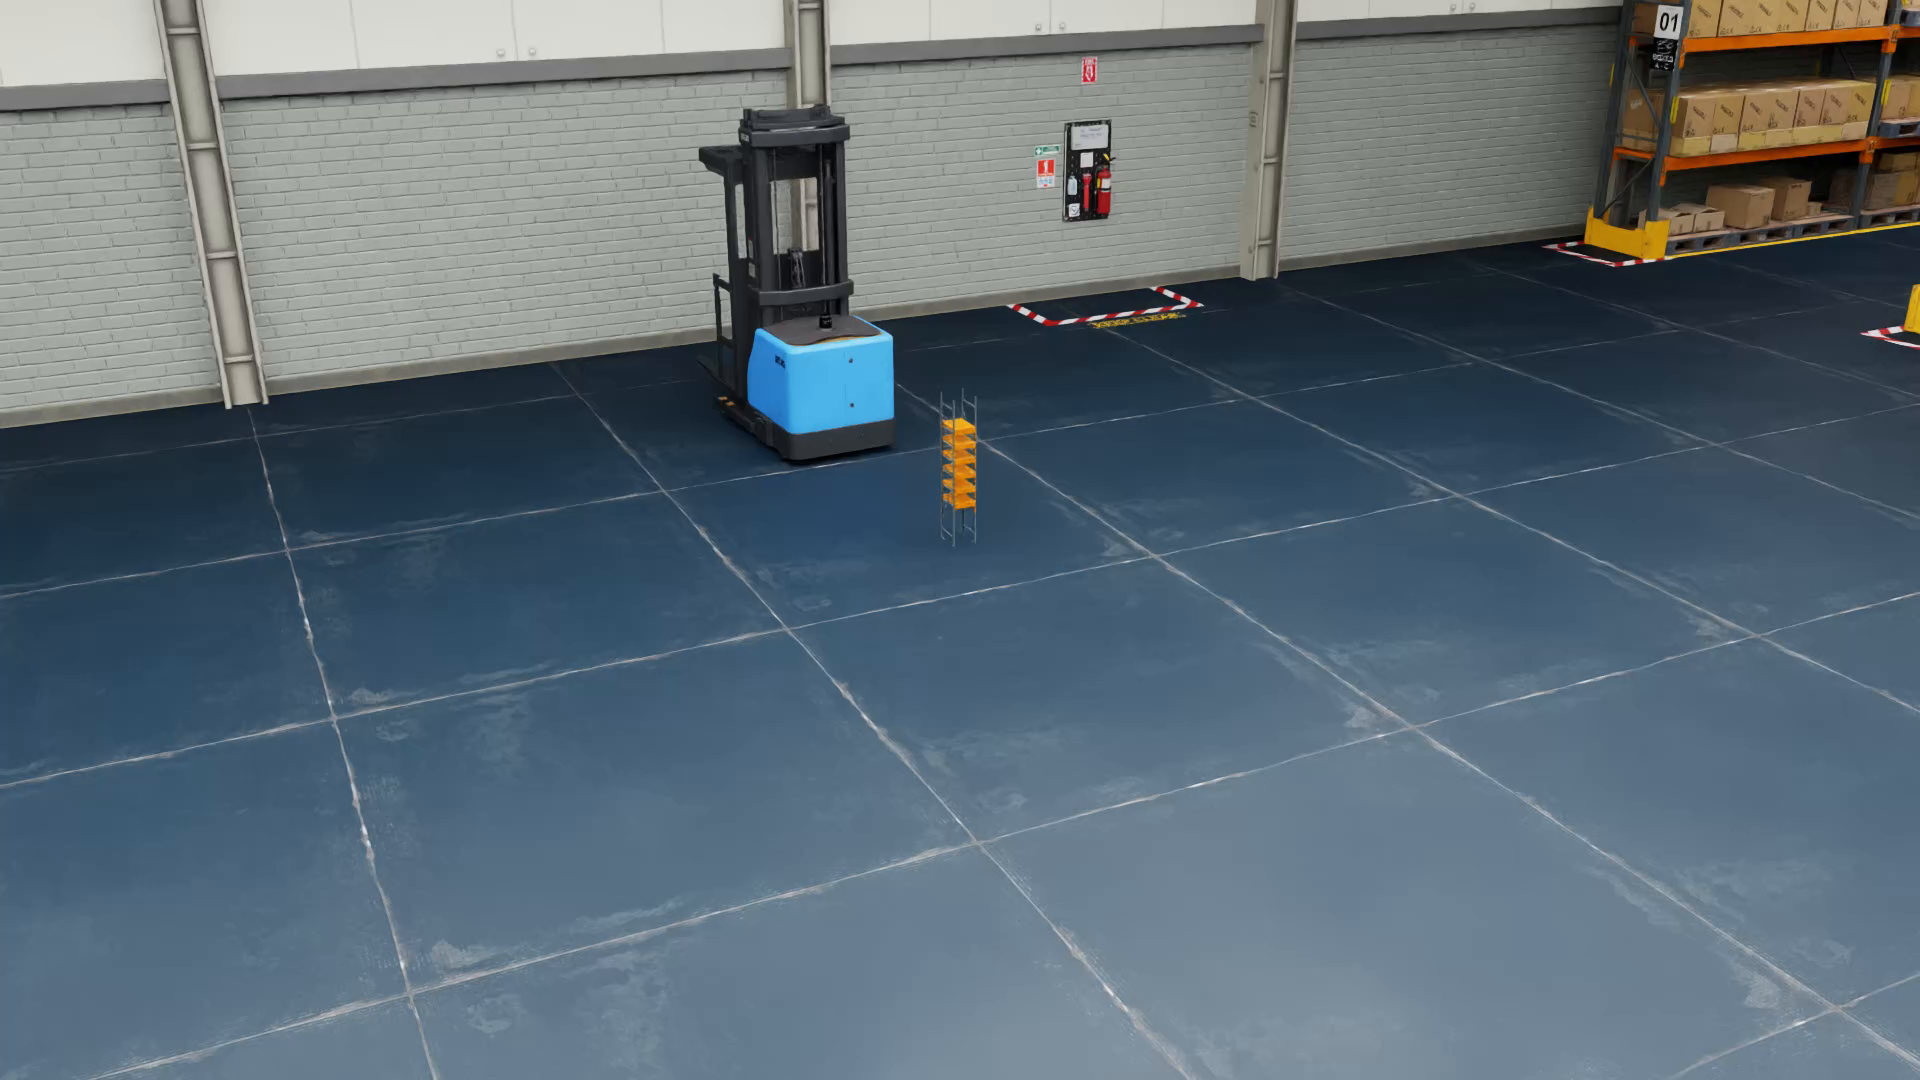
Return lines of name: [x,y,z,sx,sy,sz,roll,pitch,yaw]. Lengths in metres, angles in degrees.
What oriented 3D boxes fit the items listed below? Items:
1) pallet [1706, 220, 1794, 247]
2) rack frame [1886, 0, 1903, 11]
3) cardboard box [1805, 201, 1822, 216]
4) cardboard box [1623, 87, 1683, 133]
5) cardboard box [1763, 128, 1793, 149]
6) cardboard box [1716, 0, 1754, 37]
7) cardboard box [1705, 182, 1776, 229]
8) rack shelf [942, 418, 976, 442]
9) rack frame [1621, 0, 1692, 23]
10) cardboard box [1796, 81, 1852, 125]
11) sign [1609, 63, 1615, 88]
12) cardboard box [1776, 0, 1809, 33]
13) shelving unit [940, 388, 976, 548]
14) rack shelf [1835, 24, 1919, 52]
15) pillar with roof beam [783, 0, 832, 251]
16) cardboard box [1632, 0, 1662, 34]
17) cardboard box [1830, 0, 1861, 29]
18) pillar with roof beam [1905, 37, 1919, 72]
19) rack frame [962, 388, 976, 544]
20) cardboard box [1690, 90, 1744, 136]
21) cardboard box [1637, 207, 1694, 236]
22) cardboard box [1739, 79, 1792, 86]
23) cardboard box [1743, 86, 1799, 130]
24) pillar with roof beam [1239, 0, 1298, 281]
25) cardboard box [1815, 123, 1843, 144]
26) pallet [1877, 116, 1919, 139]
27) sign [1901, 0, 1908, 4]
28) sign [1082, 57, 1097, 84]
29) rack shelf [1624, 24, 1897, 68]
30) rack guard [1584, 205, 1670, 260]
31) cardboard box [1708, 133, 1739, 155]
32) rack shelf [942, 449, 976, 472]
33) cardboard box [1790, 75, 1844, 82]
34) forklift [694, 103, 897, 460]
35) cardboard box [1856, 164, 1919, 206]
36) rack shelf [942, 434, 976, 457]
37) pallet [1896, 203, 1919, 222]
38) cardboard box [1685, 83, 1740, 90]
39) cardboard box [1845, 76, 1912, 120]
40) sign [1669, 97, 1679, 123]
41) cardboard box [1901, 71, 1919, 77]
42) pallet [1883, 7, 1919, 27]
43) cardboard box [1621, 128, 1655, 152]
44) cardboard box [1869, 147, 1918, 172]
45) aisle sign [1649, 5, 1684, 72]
pallet: [10.857,-4.363,23.337,1.213,0.211,1.003,-10,25,-24]
rack frame: [12.548,-8.751,22.448,0.127,3.000,1.000,-10,25,-24]
cardboard box: [12.079,-4.774,23.813,0.250,0.166,0.380,-14,26,-30]
cardboard box: [9.276,-5.753,22.239,0.500,0.500,0.500,-11,25,-24]
cardboard box: [10.901,-5.483,22.568,0.500,0.250,0.500,-10,25,-23]
cardboard box: [9.853,-6.803,21.507,0.500,0.500,0.500,-9,24,-20]
cardboard box: [10.803,-4.647,23.069,0.500,0.500,0.700,-12,25,-27]
rack shelf: [-0.013,-0.844,12.717,0.180,0.103,0.258,-10,25,-24]
rack frame: [8.944,-8.087,20.845,0.127,3.000,1.000,-10,25,-24]
cardboard box: [11.809,-5.996,22.825,0.500,0.500,0.500,-11,25,-24]
sign: [8.721,-6.191,22.180,0.005,0.325,0.100,-10,25,-24]
cardboard box: [10.793,-6.987,21.951,0.500,0.500,0.500,-9,24,-20]
shelving unit: [-0.013,-0.552,12.838,0.189,1.200,0.258,-10,25,-24]
rack shelf: [14.350,-7.364,23.960,4.000,0.370,1.077,-10,25,-24]
pillar with roof beam: [0.254,-5.027,13.453,0.400,9.000,9.100,-10,25,-24]
cardboard box: [9.210,-6.913,21.774,0.500,0.500,0.500,-9,24,-20]
cardboard box: [11.739,-7.172,22.398,0.500,0.500,0.500,-13,26,-28]
pillar with roof beam: [16.473,-8.013,20.666,0.400,9.000,9.100,-10,25,-24]
rack frame: [0.069,-0.567,12.874,0.006,1.200,0.240,-10,25,-24]
cardboard box: [9.954,-5.656,22.004,0.500,0.500,0.500,-10,25,-23]
cardboard box: [9.606,-4.360,22.625,0.500,0.311,0.500,-14,26,-30]
cardboard box: [11.115,-6.094,23.063,0.500,0.500,0.500,-10,24,-22]
cardboard box: [10.882,-5.829,22.423,0.500,0.500,0.500,-10,24,-22]
pillar with roof beam: [5.660,-6.023,15.857,0.400,9.000,9.100,-10,25,-24]
cardboard box: [11.800,-5.656,22.985,0.500,0.250,0.500,-10,25,-23]
pallet: [13.300,-5.967,23.817,1.213,0.211,1.003,-10,25,-24]
sign: [12.790,-7.418,22.474,0.005,0.325,0.100,-10,25,-24]
sign: [1.499,-5.442,19.266,0.199,0.298,0.001,-10,25,-24]
rack shelf: [10.746,-6.701,22.358,4.000,0.370,1.077,-10,25,-24]
rack guard: [9.012,-4.173,22.501,0.348,0.500,1.175,-10,25,-24]
cardboard box: [9.983,-5.318,22.168,0.500,0.250,0.500,-11,25,-25]
rack shelf: [-0.013,-0.622,12.809,0.180,0.103,0.258,-10,25,-24]
cardboard box: [12.034,-6.259,23.462,0.500,0.500,0.500,-11,25,-25]
forklift: [-1.714,-2.578,15.469,1.130,2.935,3.031,-12,25,-26]
cardboard box: [13.648,-5.258,24.547,0.500,0.500,0.700,-11,25,-25]
rack shelf: [-0.013,-0.733,12.763,0.180,0.103,0.258,-10,25,-24]
pallet: [14.350,-5.024,24.934,1.213,0.211,1.003,-10,25,-24]
cardboard box: [10.198,-5.921,22.644,0.500,0.500,0.500,-11,25,-25]
cardboard box: [13.021,-6.301,23.667,0.500,0.500,0.700,-10,25,-23]
sign: [9.179,-5.528,21.375,0.005,0.325,0.100,-10,25,-24]
cardboard box: [14.108,-6.511,24.175,0.500,0.500,0.700,-7,23,-16]
pallet: [13.151,-7.344,23.216,1.003,0.211,1.213,-10,25,-24]
cardboard box: [9.281,-5.400,22.366,0.500,0.250,0.500,-10,25,-23]
cardboard box: [13.599,-5.576,24.334,0.500,0.250,0.500,-11,25,-25]
aisle sign: [9.009,-6.401,21.216,0.004,0.787,0.394,-10,25,-24]
